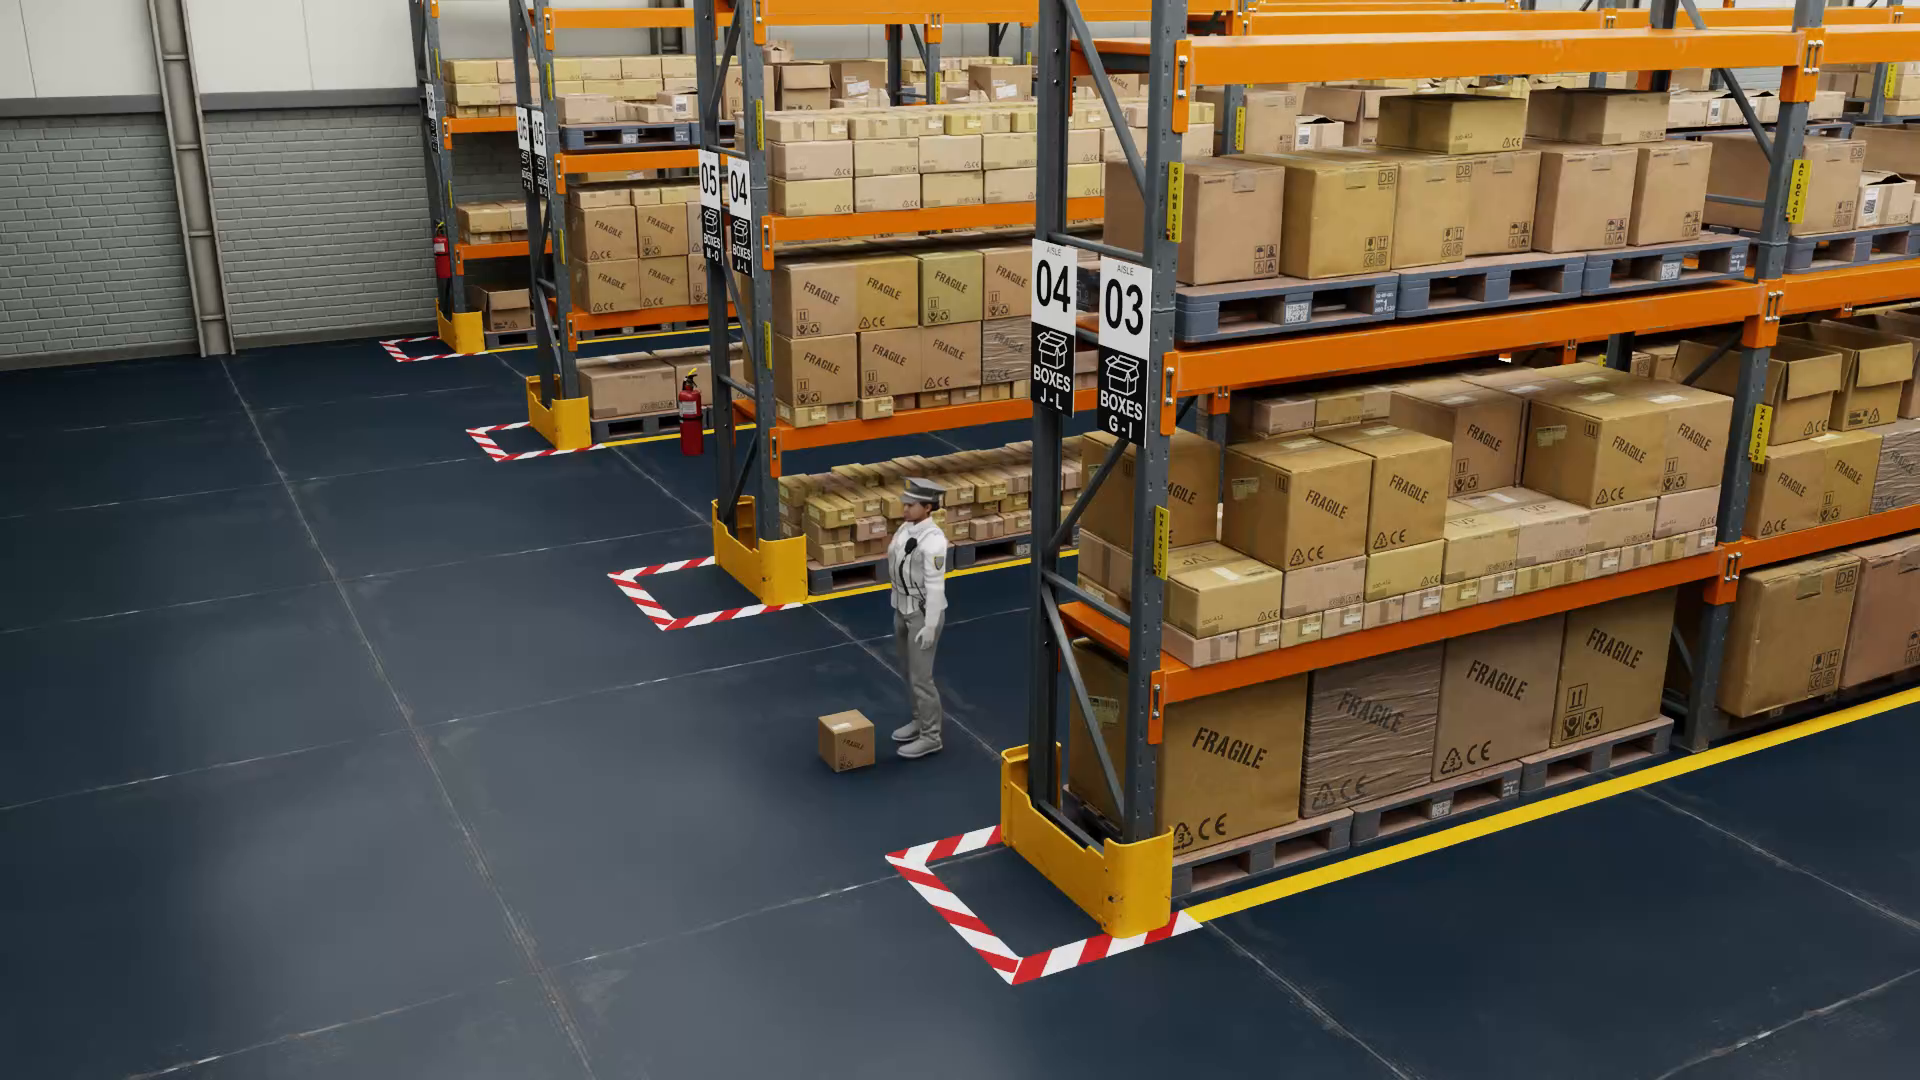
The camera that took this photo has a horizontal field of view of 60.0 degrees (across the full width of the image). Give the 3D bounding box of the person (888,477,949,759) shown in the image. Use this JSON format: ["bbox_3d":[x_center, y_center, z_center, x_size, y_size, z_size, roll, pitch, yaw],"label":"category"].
[{"bbox_3d":[-0.254,0.439,9.727,0.356,1.683,0.469,-9,21,-25],"label":"person"}]
